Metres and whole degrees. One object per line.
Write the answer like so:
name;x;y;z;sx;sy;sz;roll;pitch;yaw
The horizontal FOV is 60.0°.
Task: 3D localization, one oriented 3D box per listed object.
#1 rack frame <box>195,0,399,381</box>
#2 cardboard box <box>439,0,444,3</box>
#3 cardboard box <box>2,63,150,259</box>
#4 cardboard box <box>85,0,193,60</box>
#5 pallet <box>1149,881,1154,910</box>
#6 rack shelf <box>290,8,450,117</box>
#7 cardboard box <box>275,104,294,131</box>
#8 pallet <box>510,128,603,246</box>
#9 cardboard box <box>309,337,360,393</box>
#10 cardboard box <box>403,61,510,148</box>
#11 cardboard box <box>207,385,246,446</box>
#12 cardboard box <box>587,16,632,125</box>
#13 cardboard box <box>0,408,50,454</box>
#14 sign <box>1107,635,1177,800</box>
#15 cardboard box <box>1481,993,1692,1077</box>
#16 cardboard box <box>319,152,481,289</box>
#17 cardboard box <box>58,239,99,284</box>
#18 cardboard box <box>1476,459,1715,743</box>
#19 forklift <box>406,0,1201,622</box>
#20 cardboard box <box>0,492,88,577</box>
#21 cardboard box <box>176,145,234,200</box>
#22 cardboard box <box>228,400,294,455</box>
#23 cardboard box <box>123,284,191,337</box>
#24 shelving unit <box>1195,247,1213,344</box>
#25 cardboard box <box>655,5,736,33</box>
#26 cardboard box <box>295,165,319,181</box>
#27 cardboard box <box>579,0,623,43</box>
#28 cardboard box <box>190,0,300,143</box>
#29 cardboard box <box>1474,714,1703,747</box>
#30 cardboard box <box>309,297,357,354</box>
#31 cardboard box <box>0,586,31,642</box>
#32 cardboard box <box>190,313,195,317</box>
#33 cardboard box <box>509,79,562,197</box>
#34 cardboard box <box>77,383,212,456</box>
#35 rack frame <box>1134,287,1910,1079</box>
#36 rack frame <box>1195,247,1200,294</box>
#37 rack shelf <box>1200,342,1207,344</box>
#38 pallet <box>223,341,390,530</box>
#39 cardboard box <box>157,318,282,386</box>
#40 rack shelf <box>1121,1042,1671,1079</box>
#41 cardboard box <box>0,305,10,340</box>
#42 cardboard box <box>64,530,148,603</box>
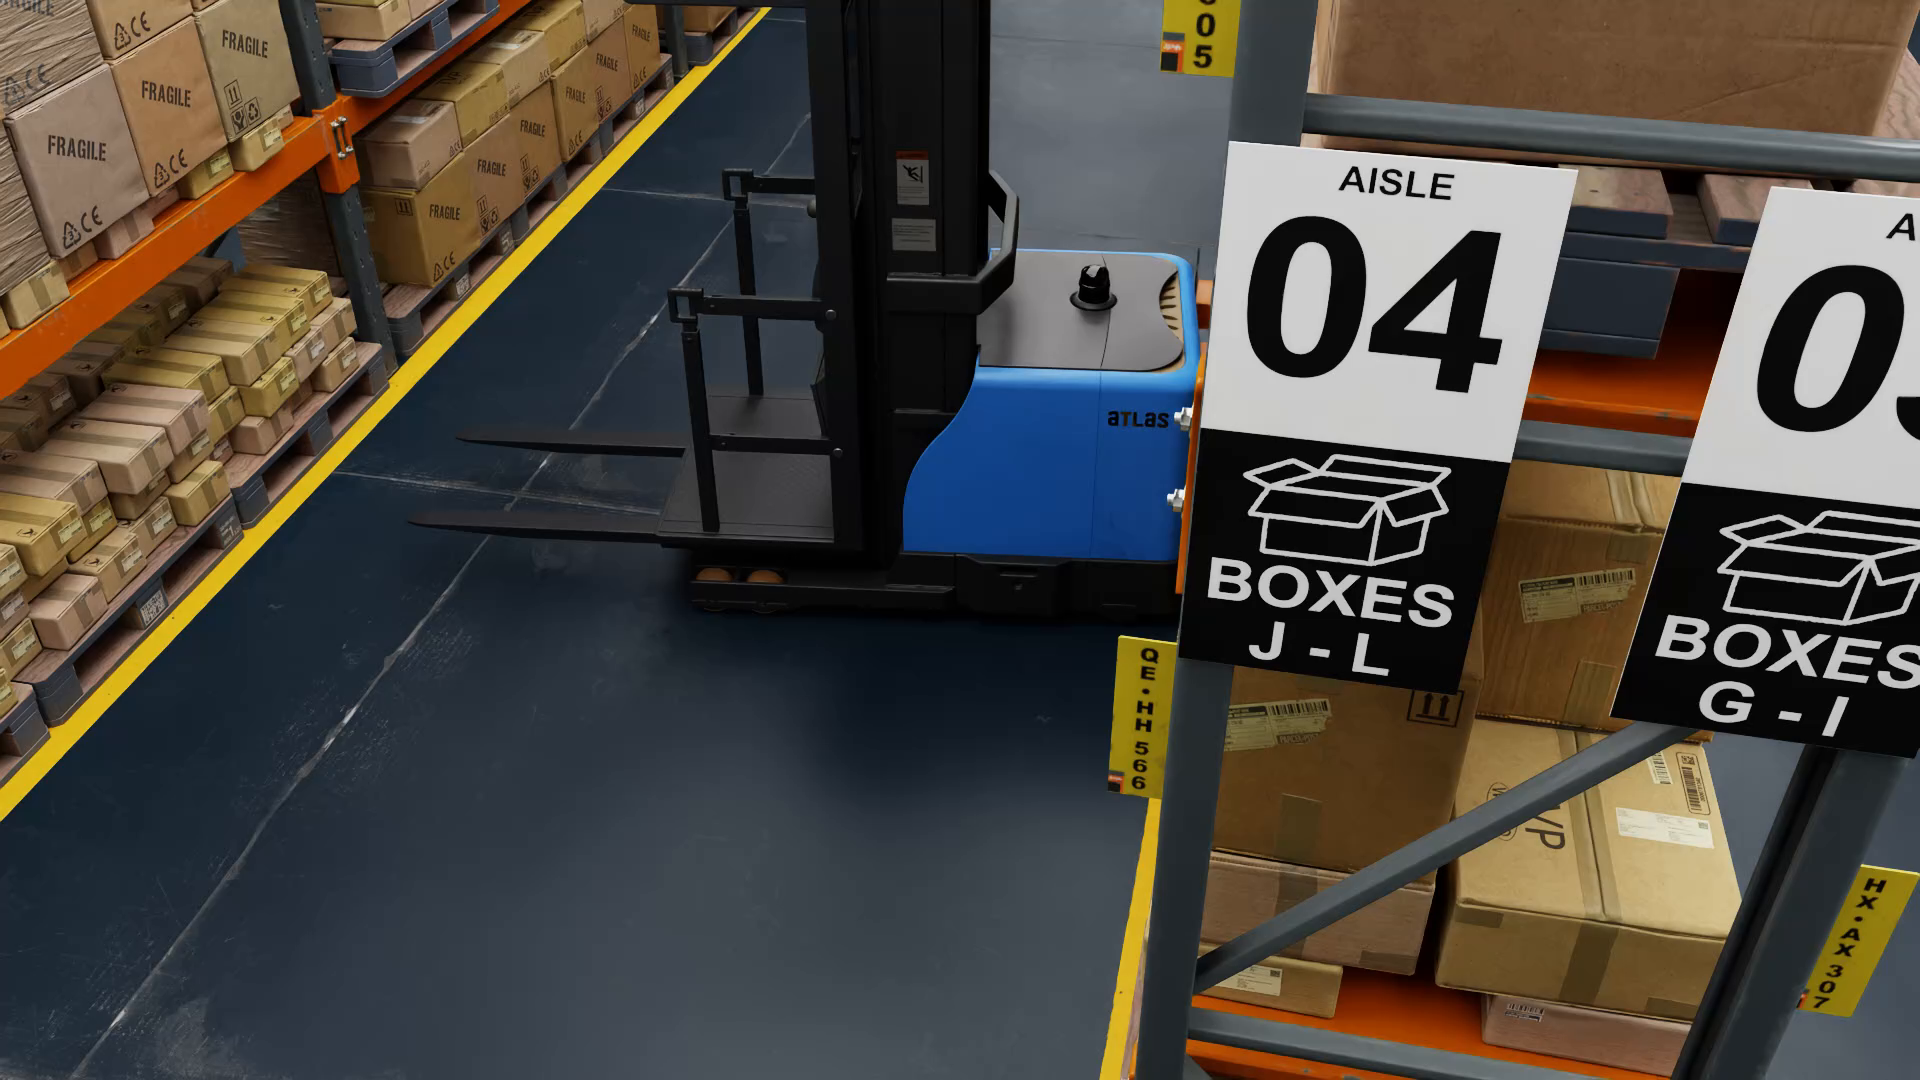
rack frame;-3.152;-2.048;7.020;1.000;3.000;0.127;7;37;10
cardboard box;-2.508;-2.587;7.620;0.380;0.149;0.250;8;37;10
cardboard box;-3.199;-1.314;5.668;0.500;0.500;0.500;7;37;10
cardboard box;-3.094;-2.014;5.781;0.500;0.500;0.500;6;36;8
pallet;1.174;0.888;5.345;1.003;0.211;1.213;7;37;10
rack shelf;-2.725;-2.983;8.756;0.919;0.124;3.809;7;37;10
cardboard box;-2.985;-1.753;6.827;0.380;0.149;0.250;7;37;9
pallet;-2.729;-2.067;9.422;1.003;0.211;1.213;7;37;10
cardboard box;-2.903;-0.796;7.364;0.380;0.149;0.250;8;37;11
cardboard box;-2.625;-2.206;8.371;0.500;0.250;0.500;8;37;11
cardboard box;-3.144;-0.520;6.729;0.380;0.149;0.250;8;37;10
cardboard box;-2.298;-2.792;9.819;0.500;0.500;0.500;9;37;12
cardboard box;-3.696;-0.377;6.279;0.380;0.149;0.250;6;36;8
sign;0.290;0.284;2.614;0.100;0.325;0.005;7;37;10
cardboard box;1.215;0.864;3.216;0.380;0.149;0.250;8;37;10
cardboard box;-2.736;-1.597;8.169;0.500;0.500;0.500;9;37;12
cardboard box;-3.263;-1.003;5.792;0.380;0.149;0.250;7;36;9
cardboard box;1.290;0.033;3.383;0.500;0.500;0.500;6;36;9
forklift;-0.626;-1.213;5.926;3.031;2.935;1.130;2;36;3
cardboard box;-3.301;-0.026;5.795;0.380;0.149;0.250;8;37;11
cardboard box;-3.049;-1.446;6.404;0.380;0.149;0.250;9;37;12
cardboard box;-3.034;-0.498;6.953;0.380;0.149;0.250;6;36;8
cardboard box;-3.545;-0.983;7.115;0.380;0.149;0.250;9;37;12
shelving unit;1.050;-0.661;6.767;0.252;1.050;0.215;5;37;8
cardboard box;-2.080;-3.938;11.187;1.050;0.750;0.750;7;36;9
cardboard box;-3.240;-1.968;8.043;0.500;0.250;0.500;6;36;9
cardboard box;-2.285;-3.087;9.587;0.500;0.250;0.500;8;37;11
cardboard box;-2.980;-1.896;6.472;0.500;0.500;0.500;7;37;10
cardboard box;1.288;0.325;3.620;0.500;0.250;0.500;7;37;9
cardboard box;-2.909;-0.964;7.342;0.380;0.149;0.250;8;37;11
cardboard box;-3.440;0.242;5.678;0.380;0.149;0.250;6;36;8
cardboard box;-3.543;-1.017;7.415;0.380;0.149;0.250;9;37;12
cardboard box;-2.525;-2.202;9.004;0.500;0.500;0.500;8;37;11
cardboard box;-3.135;-0.467;6.403;0.380;0.149;0.250;6;36;8
rack frame;0.817;0.925;2.918;1.000;3.000;0.127;7;37;10
rack frame;0.930;-0.672;6.784;0.008;1.050;0.200;5;37;8
rack shelf;1.050;-0.652;6.774;0.240;0.259;0.215;5;37;8
pallet;-3.261;-0.530;7.301;1.003;0.211;1.213;7;37;10
cardboard box;-3.036;-0.773;6.825;0.380;0.149;0.250;7;37;10
rack shelf;1.244;0.069;4.711;1.077;0.370;4.000;7;37;10
cardboard box;-3.334;-0.699;5.372;0.380;0.149;0.250;9;37;12
cardboard box;-3.265;0.081;6.154;0.380;0.149;0.250;7;37;10
